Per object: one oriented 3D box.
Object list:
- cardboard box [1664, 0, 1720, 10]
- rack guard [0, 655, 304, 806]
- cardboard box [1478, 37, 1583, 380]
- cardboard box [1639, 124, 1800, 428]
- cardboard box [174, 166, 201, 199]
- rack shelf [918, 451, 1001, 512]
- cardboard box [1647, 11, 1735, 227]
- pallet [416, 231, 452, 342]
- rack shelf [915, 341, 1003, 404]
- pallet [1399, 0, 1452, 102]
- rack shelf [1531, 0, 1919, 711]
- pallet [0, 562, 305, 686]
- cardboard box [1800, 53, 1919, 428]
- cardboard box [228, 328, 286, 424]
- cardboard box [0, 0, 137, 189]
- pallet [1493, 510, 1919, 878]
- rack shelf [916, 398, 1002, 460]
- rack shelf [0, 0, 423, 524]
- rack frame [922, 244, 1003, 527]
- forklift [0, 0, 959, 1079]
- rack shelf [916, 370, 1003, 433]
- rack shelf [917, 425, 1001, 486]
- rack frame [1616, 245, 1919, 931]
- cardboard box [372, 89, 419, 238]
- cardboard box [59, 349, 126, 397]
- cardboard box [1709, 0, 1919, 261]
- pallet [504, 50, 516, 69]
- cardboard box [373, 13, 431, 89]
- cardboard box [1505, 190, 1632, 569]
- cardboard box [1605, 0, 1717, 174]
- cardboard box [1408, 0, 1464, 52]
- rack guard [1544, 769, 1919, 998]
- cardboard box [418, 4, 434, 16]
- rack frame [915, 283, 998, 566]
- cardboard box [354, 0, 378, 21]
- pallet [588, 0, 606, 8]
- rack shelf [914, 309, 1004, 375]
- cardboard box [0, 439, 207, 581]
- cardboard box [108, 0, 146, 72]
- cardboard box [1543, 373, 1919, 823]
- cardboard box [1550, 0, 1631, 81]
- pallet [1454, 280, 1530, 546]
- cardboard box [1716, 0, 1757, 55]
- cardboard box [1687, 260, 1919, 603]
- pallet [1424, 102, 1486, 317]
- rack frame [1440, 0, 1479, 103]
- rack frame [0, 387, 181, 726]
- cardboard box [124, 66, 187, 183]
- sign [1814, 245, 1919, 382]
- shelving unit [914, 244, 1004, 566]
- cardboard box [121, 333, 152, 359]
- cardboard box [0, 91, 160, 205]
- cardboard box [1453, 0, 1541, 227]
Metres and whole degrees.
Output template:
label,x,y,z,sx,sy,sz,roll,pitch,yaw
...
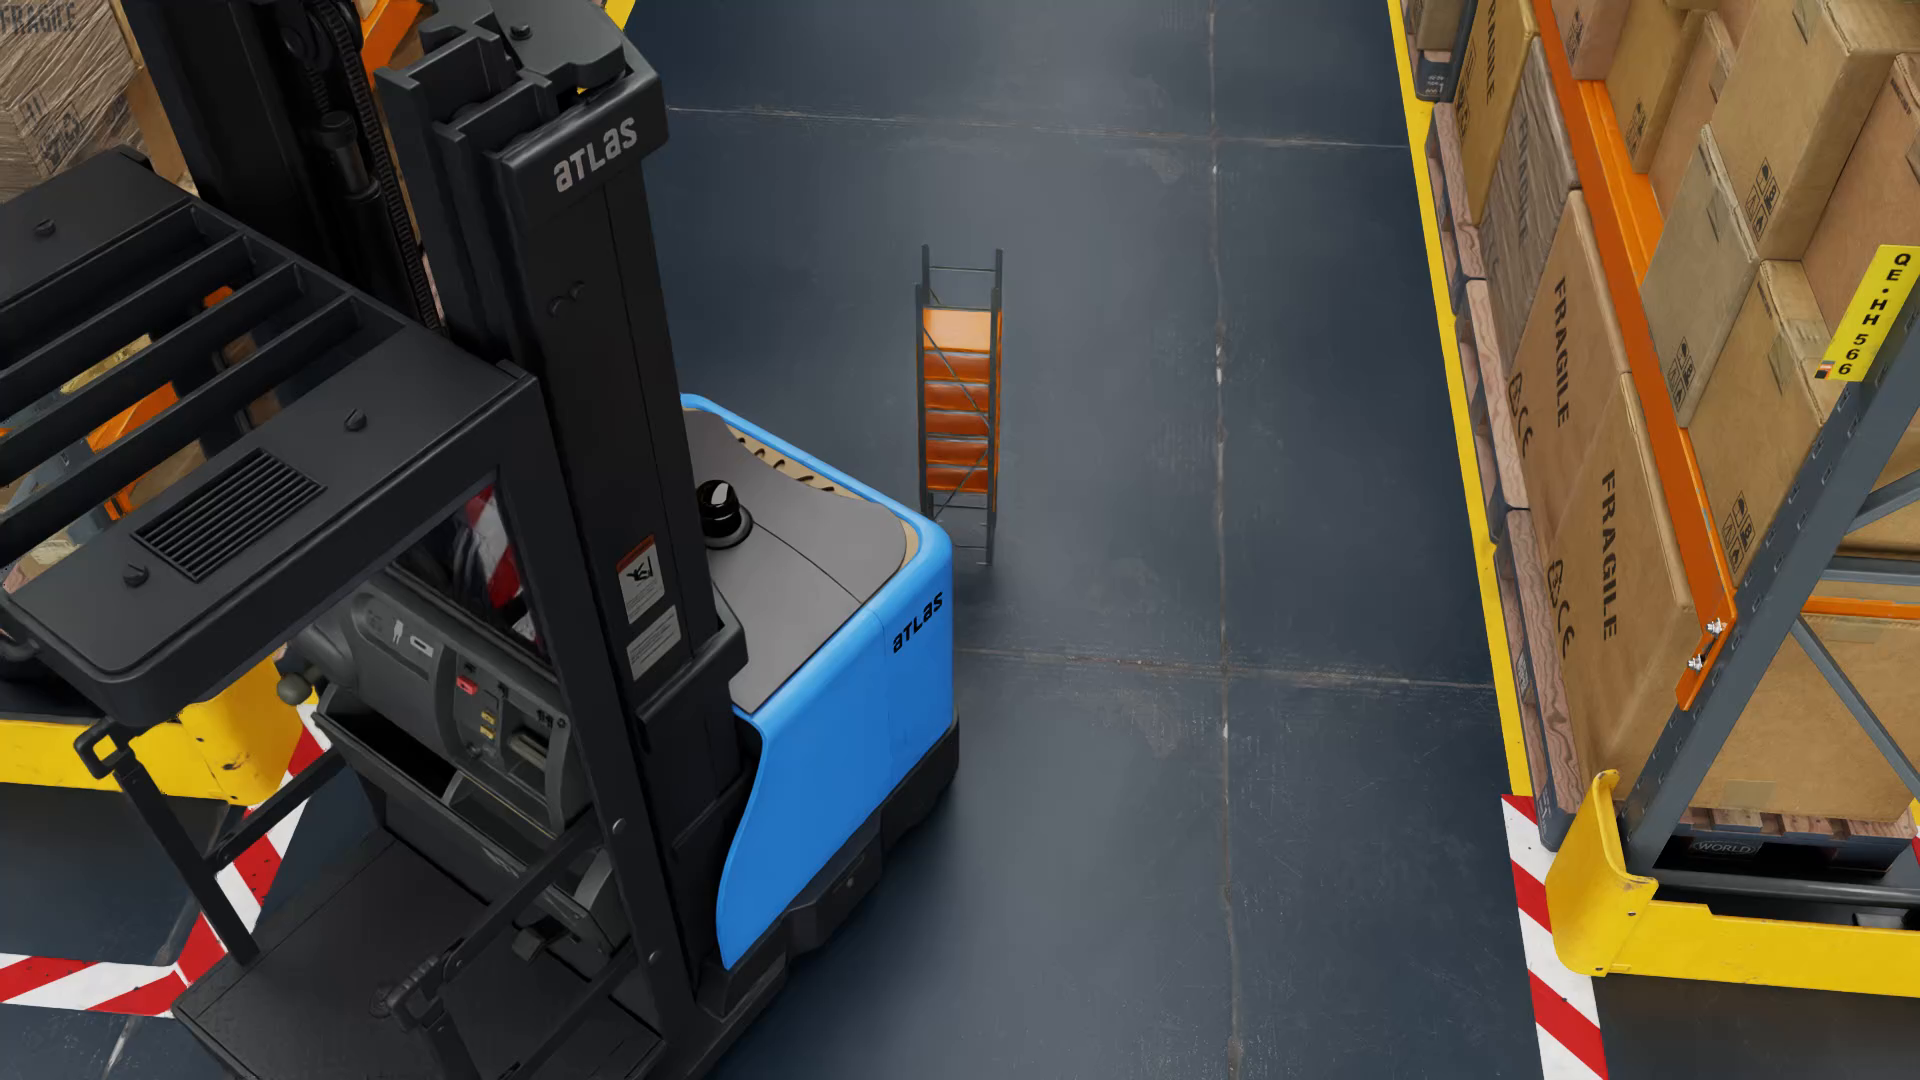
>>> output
label,x,y,z,sx,sy,sz,roll,pitch,yaw
cardboard box,2.410,-1.805,4.535,0.875,0.550,0.500,4,48,4
rack guard,-2.649,0.471,4.980,1.175,0.500,0.348,4,48,4
cardboard box,2.434,-1.153,5.927,0.875,0.875,0.875,4,48,4
cardboard box,2.291,-0.641,4.202,0.875,0.550,0.550,4,48,4
cardboard box,-2.311,-0.976,4.780,0.380,0.149,0.250,4,48,4
rack shelf,-0.001,-0.202,5.507,0.258,0.103,0.180,4,48,4
cardboard box,2.468,-1.044,4.570,0.875,0.550,0.550,4,48,4
pallet,-2.426,-0.920,6.449,1.003,0.211,1.213,4,48,4
rack shelf,-0.001,-0.526,5.153,0.258,0.103,0.180,4,48,4
pallet,2.634,-2.479,7.875,1.003,0.211,1.213,4,48,4
rack shelf,2.457,-1.136,5.244,1.077,0.370,4.000,4,48,4
pallet,-2.540,-0.026,5.631,1.003,0.211,1.213,4,48,4
cardboard box,2.347,-0.594,3.427,0.875,0.550,0.550,4,48,4
cardboard box,-2.562,-0.514,5.597,0.500,0.500,0.500,15,49,14
cardboard box,-2.334,-1.174,3.844,0.500,0.500,0.500,4,48,4
pallet,2.269,0.439,5.205,1.003,0.211,1.213,4,48,4
rack shelf,-0.001,-0.364,5.330,0.258,0.103,0.180,4,48,4
rack shelf,-2.474,-1.544,5.617,1.077,0.370,4.000,4,48,4
rack frame,0.007,-0.462,5.359,0.240,1.200,0.006,4,48,4
forklift,-1.281,0.383,3.413,1.130,2.935,3.031,28,54,24
rack shelf,-0.001,-0.445,5.242,0.258,0.103,0.180,4,48,4
rack shelf,-0.001,-0.283,5.419,0.258,0.103,0.180,4,48,4
rack frame,2.274,0.091,3.634,1.000,3.000,0.127,4,48,4
cardboard box,-2.391,-1.380,6.389,0.500,0.500,0.500,0,48,0
cardboard box,-2.392,-0.425,4.277,0.380,0.149,0.250,4,48,4
cardboard box,2.305,-1.005,3.803,0.875,0.550,0.550,4,48,4
pallet,-2.317,-1.819,7.271,1.003,0.211,1.213,4,48,4
cardboard box,-2.412,-1.842,6.811,0.500,0.500,0.500,18,50,16
cardboard box,2.348,-0.483,5.314,0.875,0.875,0.875,3,48,3
cardboard box,2.475,-1.436,4.929,0.875,0.550,0.500,4,48,4
cardboard box,2.606,-2.693,7.420,1.050,0.750,0.750,4,48,3
rack guard,2.272,0.952,4.540,1.175,0.500,0.348,4,48,4
cardboard box,-2.368,-2.263,7.196,0.500,0.500,0.500,3,48,2
rack frame,-0.010,-0.327,5.236,0.240,1.200,0.006,4,48,4
cardboard box,-2.169,-1.892,5.618,0.380,0.149,0.250,4,48,4
pallet,-2.222,-2.887,8.248,1.003,0.211,1.213,4,48,4
rack shelf,-0.001,-0.607,5.065,0.258,0.103,0.180,4,48,4
cardboard box,-2.582,-0.073,5.193,0.500,0.500,0.500,12,49,11
cardboard box,-2.282,-1.541,4.180,0.500,0.500,0.500,4,48,4
cardboard box,2.270,0.164,4.723,0.875,0.875,0.875,4,48,4
cardboard box,2.423,-1.832,5.292,0.875,0.550,0.550,4,48,4
pallet,2.383,-0.455,6.023,1.003,0.211,1.213,4,48,4
cardboard box,2.491,-1.407,4.171,0.875,0.550,0.550,4,48,4
cardboard box,2.263,-0.235,3.831,0.875,0.550,0.550,4,48,4
pallet,2.492,-1.354,6.845,1.003,0.211,1.213,4,48,4
rack frame,2.639,-2.848,6.322,1.000,3.000,0.127,4,48,4
rack frame,-2.656,-0.317,4.007,1.000,3.000,0.127,4,48,4
cardboard box,-2.652,-1.229,4.572,0.875,0.500,0.500,4,48,4
sign,1.735,-0.426,3.162,0.100,0.325,0.005,4,48,4
shelving unit,-0.001,-0.394,5.298,0.258,1.200,0.189,4,48,4
cardboard box,-2.350,-0.608,4.443,0.380,0.149,0.250,4,48,4
cardboard box,-2.578,-0.853,4.228,0.875,0.500,0.500,4,48,4
cardboard box,2.512,-1.816,6.533,0.875,0.875,0.875,5,48,4
